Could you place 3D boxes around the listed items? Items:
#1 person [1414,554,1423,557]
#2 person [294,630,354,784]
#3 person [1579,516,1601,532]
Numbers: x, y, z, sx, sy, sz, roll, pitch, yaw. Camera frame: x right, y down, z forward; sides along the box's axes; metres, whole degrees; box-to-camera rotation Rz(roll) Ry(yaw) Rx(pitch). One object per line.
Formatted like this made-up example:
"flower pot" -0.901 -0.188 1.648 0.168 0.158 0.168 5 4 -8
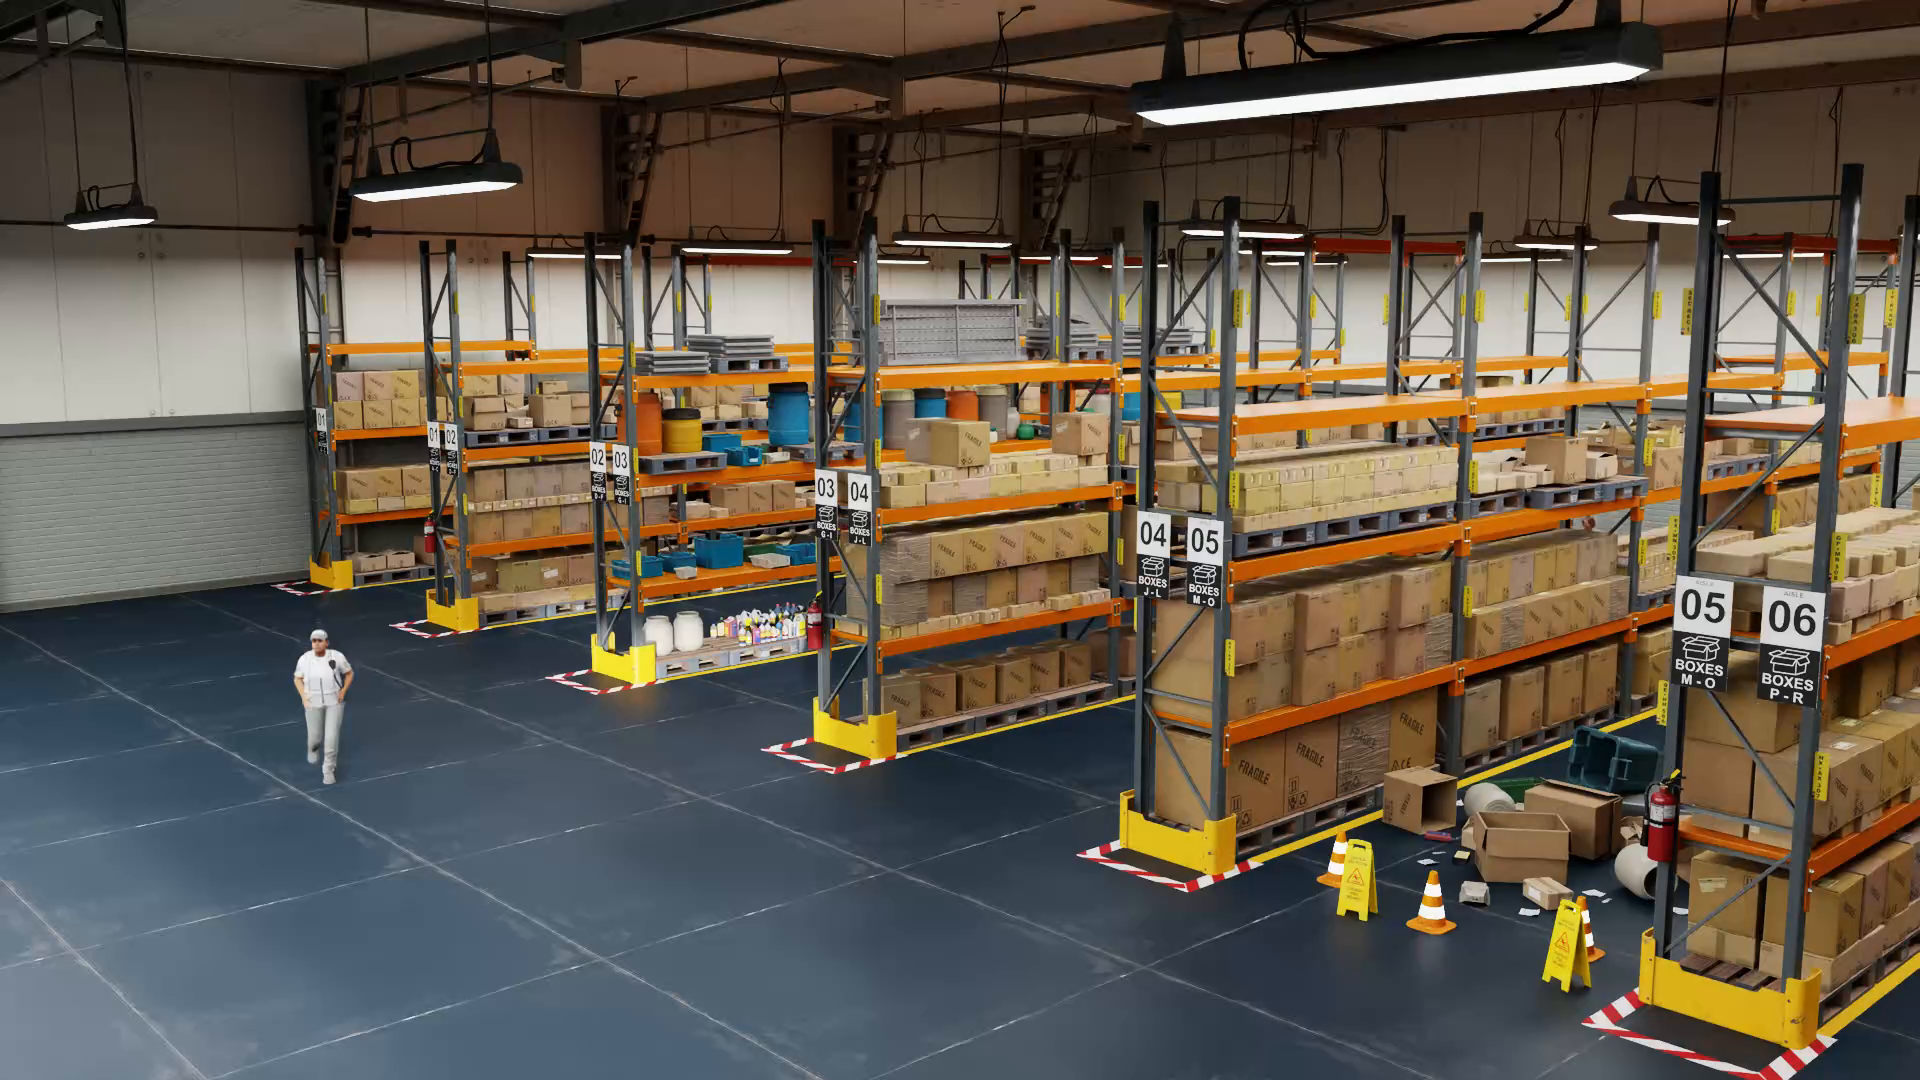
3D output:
"person" 6.199 1.044 22.471 0.549 1.755 0.764 7 11 38
"person" -6.835 1.758 17.927 0.607 1.650 0.641 -3 9 -17
"person" 10.320 0.382 27.289 0.525 1.605 0.877 7 11 41
